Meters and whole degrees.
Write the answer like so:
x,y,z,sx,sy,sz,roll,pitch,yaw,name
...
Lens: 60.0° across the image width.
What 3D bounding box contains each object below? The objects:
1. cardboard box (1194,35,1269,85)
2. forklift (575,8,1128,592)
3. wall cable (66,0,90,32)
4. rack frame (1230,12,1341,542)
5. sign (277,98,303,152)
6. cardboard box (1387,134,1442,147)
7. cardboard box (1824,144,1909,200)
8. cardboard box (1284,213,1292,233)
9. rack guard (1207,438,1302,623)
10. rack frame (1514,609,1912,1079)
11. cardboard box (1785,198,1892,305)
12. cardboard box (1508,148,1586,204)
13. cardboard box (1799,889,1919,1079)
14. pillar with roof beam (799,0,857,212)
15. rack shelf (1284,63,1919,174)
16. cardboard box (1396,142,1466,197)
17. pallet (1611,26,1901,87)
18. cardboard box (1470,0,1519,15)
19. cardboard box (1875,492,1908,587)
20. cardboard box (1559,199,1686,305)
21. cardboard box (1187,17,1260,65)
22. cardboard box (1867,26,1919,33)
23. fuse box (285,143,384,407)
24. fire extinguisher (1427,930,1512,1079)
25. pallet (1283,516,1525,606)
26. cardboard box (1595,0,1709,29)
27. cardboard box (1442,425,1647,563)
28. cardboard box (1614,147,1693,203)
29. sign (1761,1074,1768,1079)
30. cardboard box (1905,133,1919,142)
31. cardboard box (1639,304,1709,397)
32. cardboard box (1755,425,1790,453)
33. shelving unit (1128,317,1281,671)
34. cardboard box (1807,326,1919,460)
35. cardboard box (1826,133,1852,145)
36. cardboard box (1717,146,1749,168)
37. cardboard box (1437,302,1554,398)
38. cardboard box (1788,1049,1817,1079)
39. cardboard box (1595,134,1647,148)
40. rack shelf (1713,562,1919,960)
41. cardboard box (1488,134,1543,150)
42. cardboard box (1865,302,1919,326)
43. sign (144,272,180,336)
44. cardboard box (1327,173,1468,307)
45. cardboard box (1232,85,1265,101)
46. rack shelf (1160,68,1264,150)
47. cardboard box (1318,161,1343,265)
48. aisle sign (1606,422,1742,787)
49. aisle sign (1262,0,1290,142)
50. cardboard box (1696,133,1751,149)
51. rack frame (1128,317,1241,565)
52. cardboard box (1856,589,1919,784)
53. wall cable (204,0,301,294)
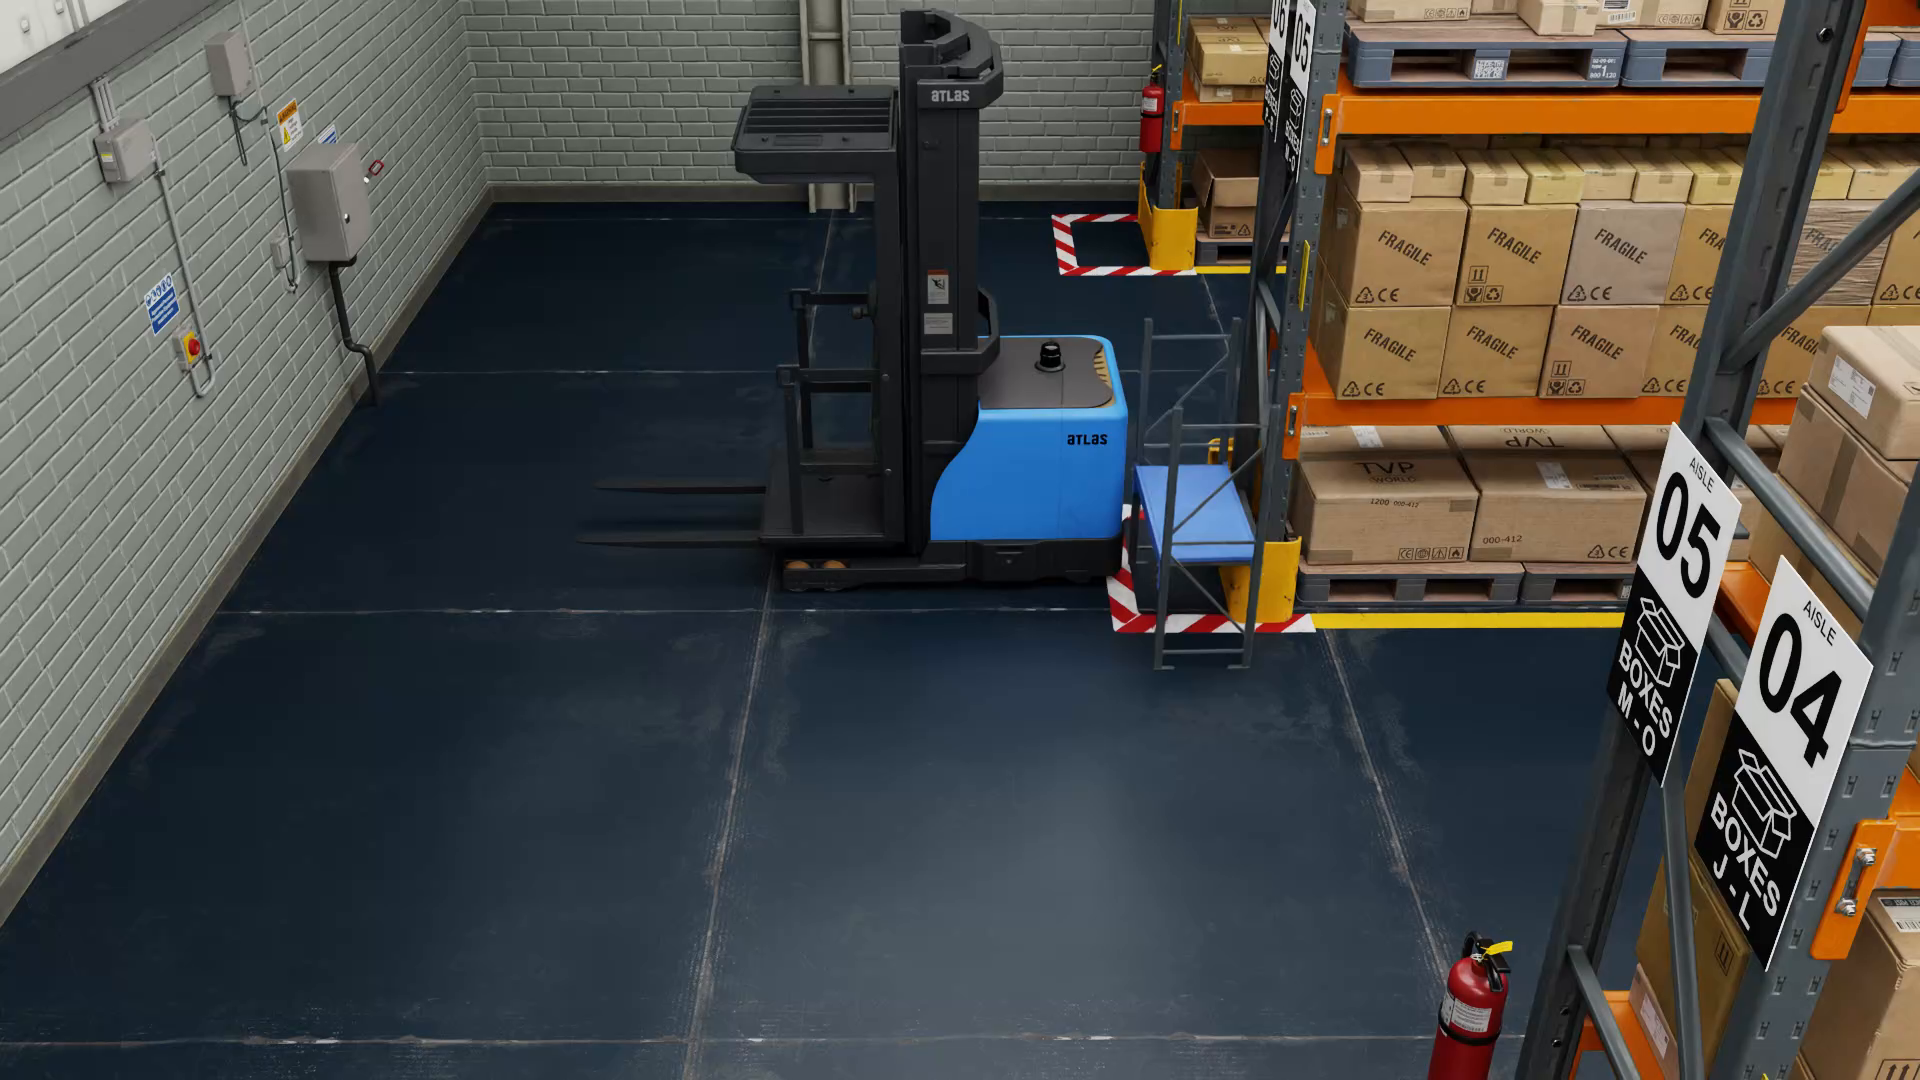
x,y,z,sx,sy,sz,roll,pitch,yaw,name
2.059,-3.641,12.607,0.500,0.250,0.500,0,31,0,cardboard box
-0.624,-1.246,8.867,3.031,2.935,1.130,-1,31,-1,forklift
-4.049,-3.543,6.803,0.029,3.000,0.463,0,31,0,wall cable
1.637,-1.142,8.629,0.127,3.000,1.000,0,31,0,rack frame
-4.075,-2.526,10.114,0.001,0.242,0.339,0,31,0,sign
2.248,-2.008,8.371,0.250,0.149,0.380,0,31,1,cardboard box
4.314,-1.766,7.972,0.250,0.149,0.380,0,31,-1,cardboard box
2.641,-2.611,13.394,0.250,0.149,0.380,-1,31,-2,cardboard box
1.613,-0.073,9.277,0.348,0.500,1.175,0,31,0,rack guard
1.768,1.426,4.398,0.127,3.000,1.000,0,31,0,rack frame
4.150,-1.476,8.120,0.500,0.500,0.500,0,31,0,cardboard box
2.779,-1.736,7.923,0.250,0.149,0.380,-1,31,-2,cardboard box
2.218,0.964,3.811,0.500,0.500,0.500,0,31,-1,cardboard box
-1.072,-4.507,8.393,0.400,9.000,9.100,0,31,0,pillar with roof beam
3.637,-2.123,8.048,4.000,0.370,1.077,0,31,0,rack shelf
2.255,-1.785,8.003,0.250,0.149,0.380,1,31,1,cardboard box
3.602,-2.399,7.896,1.213,0.211,1.003,0,31,0,pallet
2.505,-2.630,7.931,0.250,0.149,0.380,-2,31,-4,cardboard box
2.218,0.127,3.309,0.500,0.250,0.500,0,31,0,cardboard box
3.150,-1.477,8.121,0.500,0.500,0.500,0,31,-1,cardboard box
2.062,-3.919,13.064,0.500,0.250,0.500,1,31,1,cardboard box
4.289,-2.682,7.676,0.637,0.503,0.797,2,31,4,cardboard box
-3.868,-1.651,10.711,0.414,1.711,0.539,0,31,0,fuse box
1.513,1.379,4.908,0.183,0.674,0.296,0,31,0,fire extinguisher
2.436,0.007,9.424,1.213,0.211,1.003,0,31,0,pallet
3.134,-2.587,7.704,0.500,0.311,0.500,0,31,1,cardboard box
3.211,-0.287,9.286,0.875,0.438,0.875,1,31,1,cardboard box
3.291,-1.743,7.935,0.250,0.149,0.380,0,31,0,cardboard box
1.771,1.337,3.709,0.005,0.325,0.100,0,31,0,sign
4.808,-2.004,8.364,0.250,0.149,0.380,-1,31,-1,cardboard box
3.634,-1.056,8.391,0.500,0.500,0.500,1,31,1,cardboard box
5.008,-0.292,9.294,0.875,0.438,0.875,-1,31,-1,cardboard box
1.224,-0.246,8.596,0.538,1.500,1.048,-1,31,-2,shelving unit
2.099,-0.330,3.678,0.250,0.149,0.380,0,31,-1,cardboard box
4.293,-2.049,8.439,0.250,0.149,0.380,-1,31,-2,cardboard box
3.806,-1.756,7.956,0.250,0.149,0.380,0,31,0,cardboard box
2.624,-1.053,8.387,0.500,0.500,0.500,-1,31,-1,cardboard box
2.219,1.398,4.061,0.500,0.500,0.500,1,31,2,cardboard box
3.270,-2.027,8.402,0.250,0.149,0.380,1,31,1,cardboard box
3.768,0.444,3.817,4.000,0.370,1.077,0,31,0,rack shelf
2.758,-2.031,8.410,0.250,0.149,0.380,1,31,1,cardboard box
4.660,-1.058,8.396,0.500,0.500,0.500,-1,31,-2,cardboard box
-4.062,-1.202,8.468,0.001,0.218,0.327,0,31,0,sign
2.119,-1.466,8.103,0.500,0.500,0.500,-1,31,-1,cardboard box
2.188,-3.493,12.746,0.250,0.149,0.380,1,31,1,cardboard box
3.603,-3.415,13.070,4.000,0.370,1.077,0,31,0,rack shelf
2.118,-1.737,8.550,0.500,0.500,0.500,1,31,1,cardboard box
1.693,0.159,3.980,0.004,0.787,0.394,0,31,0,aisle sign
1.563,-2.414,8.220,0.004,0.787,0.394,0,31,0,aisle sign
3.797,-2.040,8.425,0.250,0.149,0.380,0,31,0,cardboard box
1.205,-0.509,9.030,0.500,1.500,0.032,-1,31,-2,rack frame
2.218,0.338,3.442,0.500,0.250,0.500,1,31,1,cardboard box
-4.022,-2.282,9.529,0.122,1.984,0.588,0,31,0,wall cable
